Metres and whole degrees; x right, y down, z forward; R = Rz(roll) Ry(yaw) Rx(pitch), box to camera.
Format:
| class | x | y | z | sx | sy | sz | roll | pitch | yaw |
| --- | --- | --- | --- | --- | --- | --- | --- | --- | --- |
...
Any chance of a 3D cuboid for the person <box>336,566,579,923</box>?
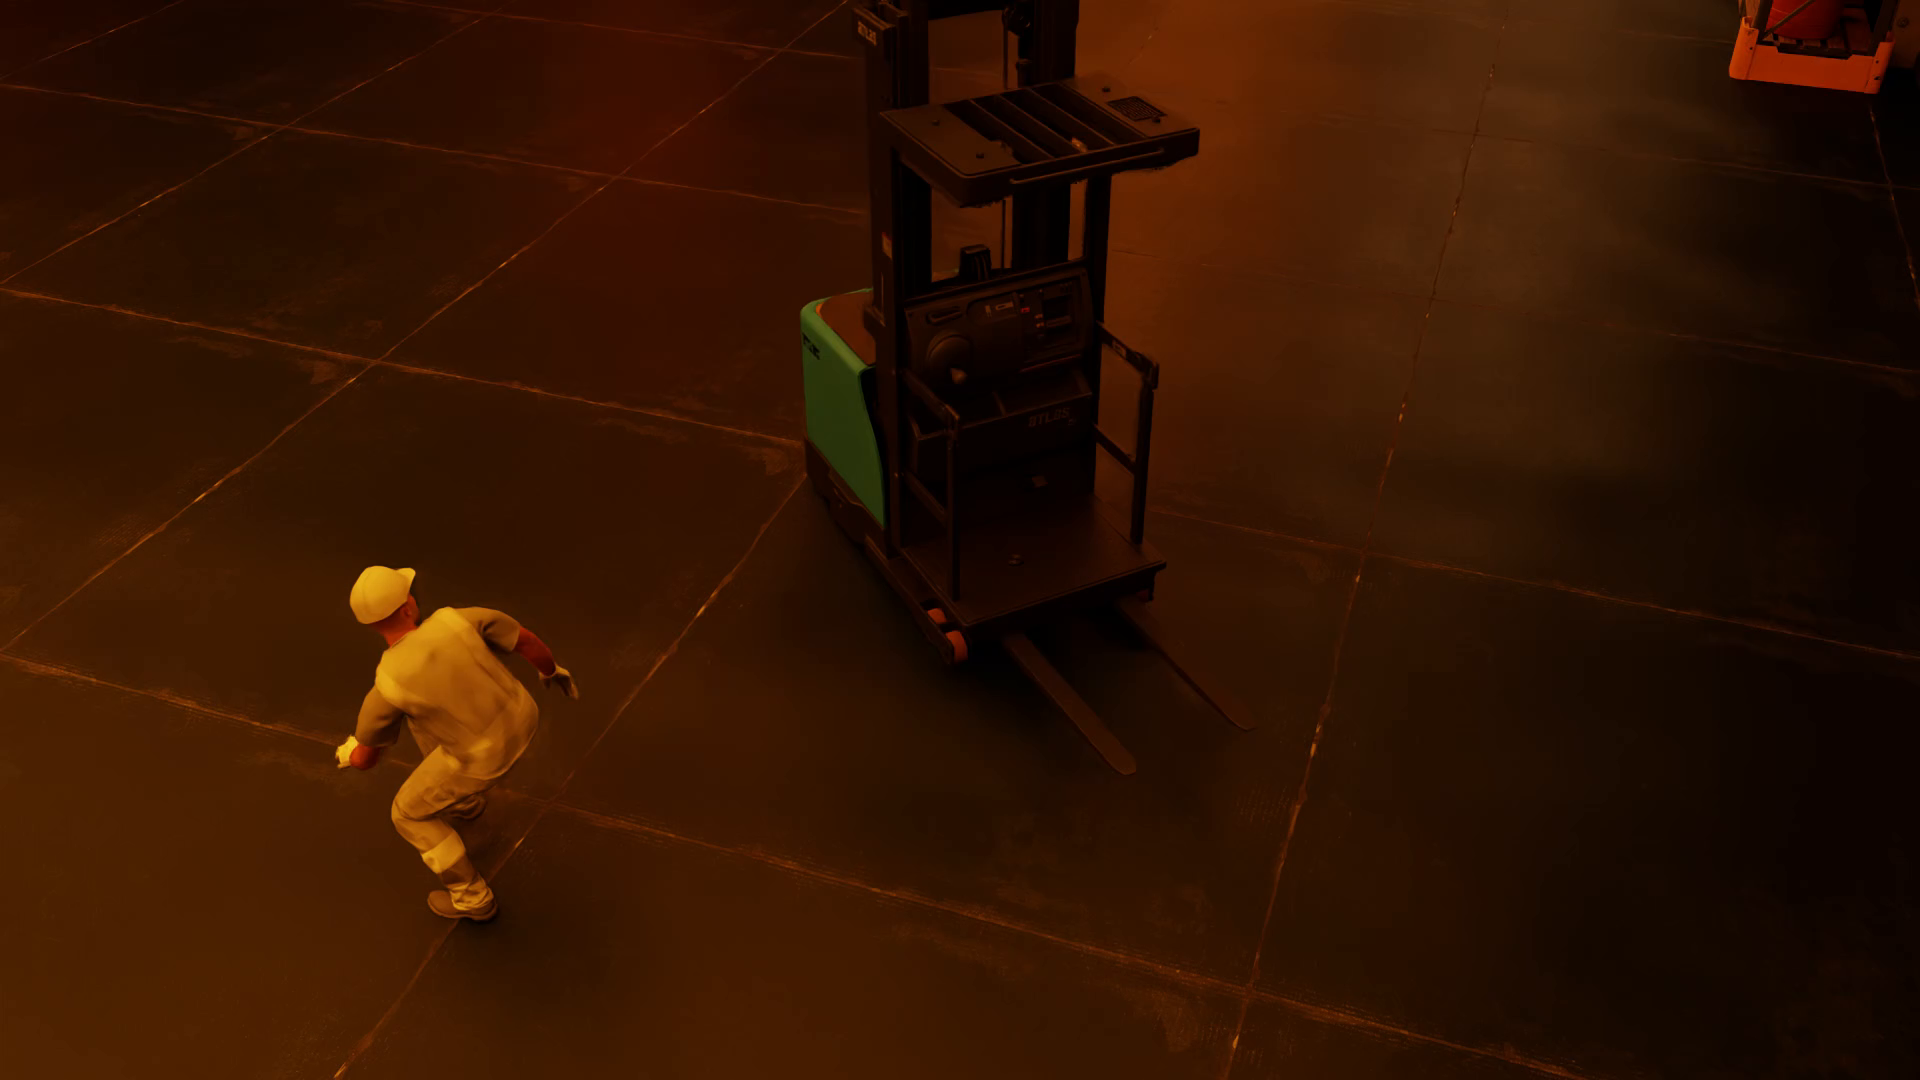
| class | x | y | z | sx | sy | sz | roll | pitch | yaw |
| --- | --- | --- | --- | --- | --- | --- | --- | --- | --- |
| person | -1.968 | 0.688 | 6.368 | 0.738 | 1.550 | 0.789 | 15 | 38 | 20 |

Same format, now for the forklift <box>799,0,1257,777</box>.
| class | x | y | z | sx | sy | sz | roll | pitch | yaw |
| --- | --- | --- | --- | --- | --- | --- | --- | --- | --- |
| forklift | 0.287 | -0.902 | 7.383 | 1.130 | 2.935 | 3.031 | -17 | 39 | -22 |
